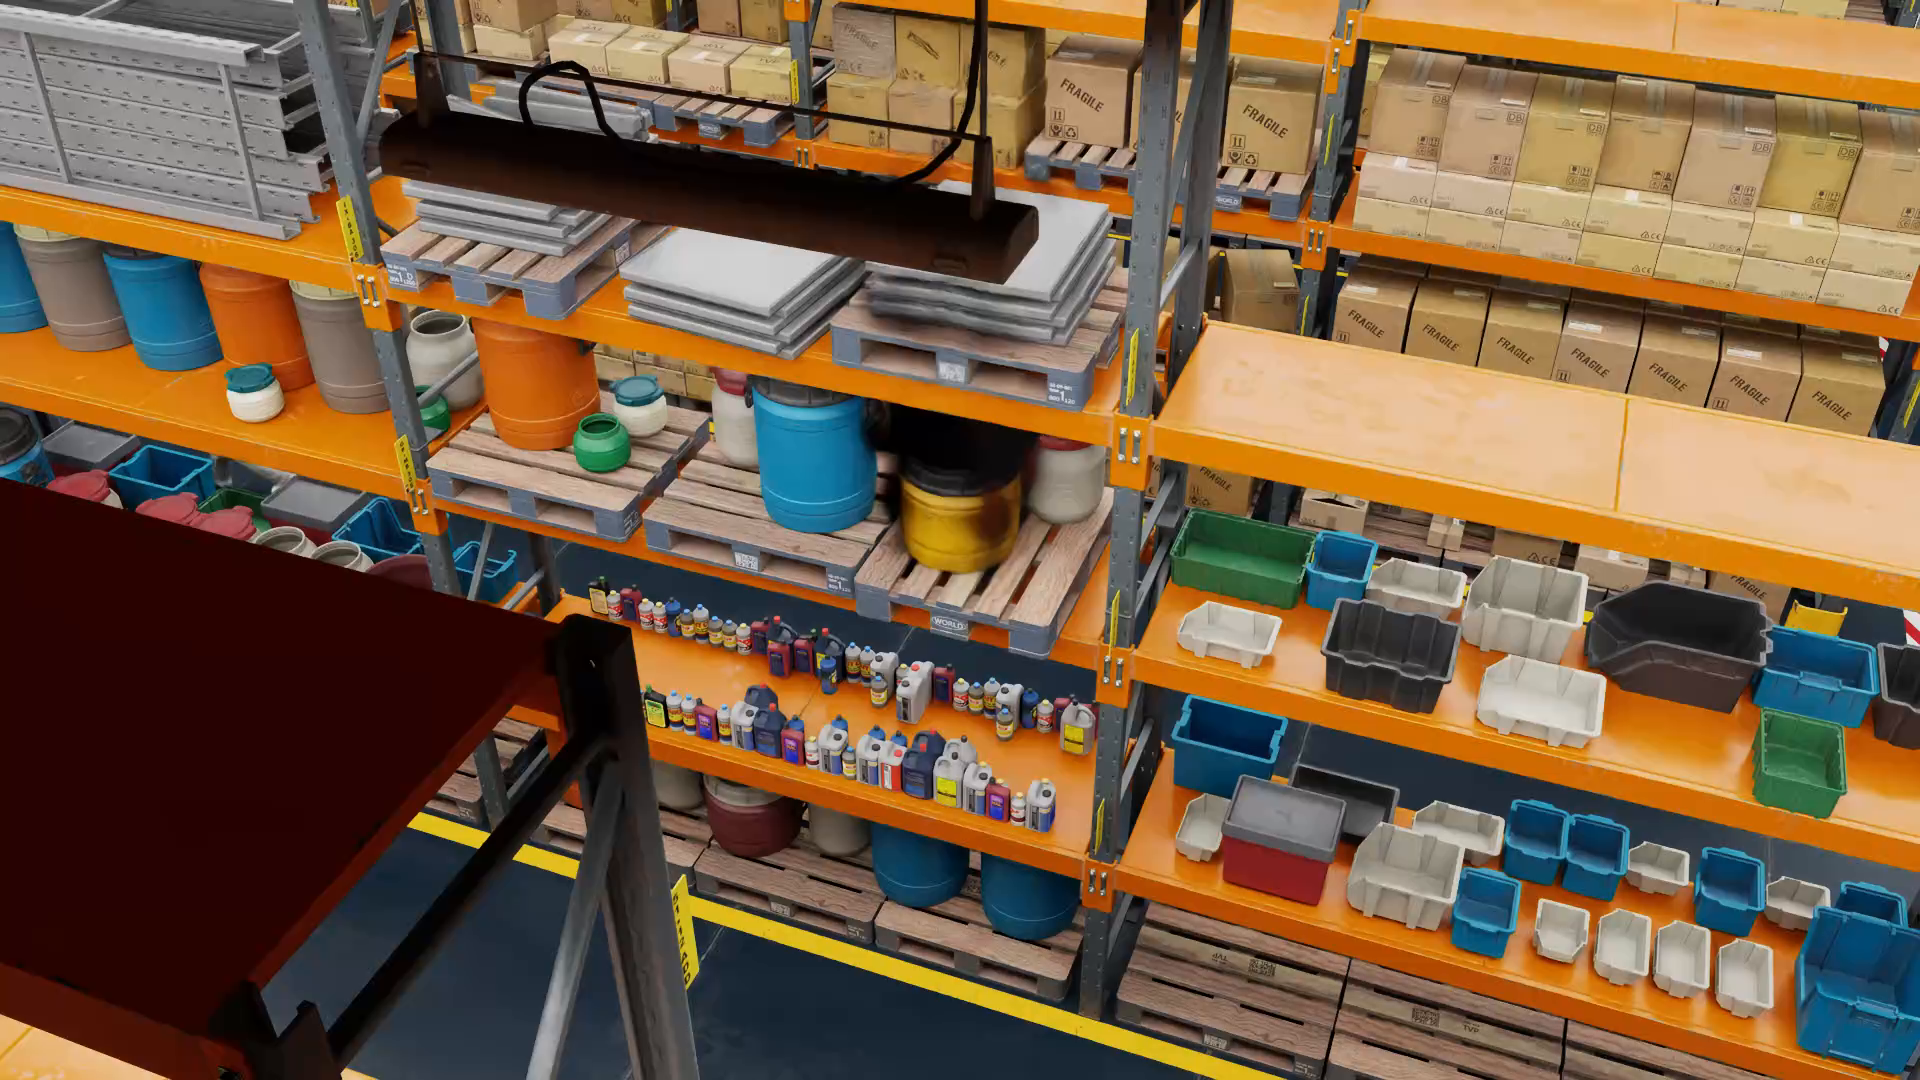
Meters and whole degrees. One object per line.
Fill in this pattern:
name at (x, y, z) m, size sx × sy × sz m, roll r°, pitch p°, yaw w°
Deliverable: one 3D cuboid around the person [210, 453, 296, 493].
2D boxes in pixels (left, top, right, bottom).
person at (-5.932, -1.078, 13.408) m, size 0.970 × 1.652 × 0.565 m, roll 4°, pitch 37°, yaw 6°
